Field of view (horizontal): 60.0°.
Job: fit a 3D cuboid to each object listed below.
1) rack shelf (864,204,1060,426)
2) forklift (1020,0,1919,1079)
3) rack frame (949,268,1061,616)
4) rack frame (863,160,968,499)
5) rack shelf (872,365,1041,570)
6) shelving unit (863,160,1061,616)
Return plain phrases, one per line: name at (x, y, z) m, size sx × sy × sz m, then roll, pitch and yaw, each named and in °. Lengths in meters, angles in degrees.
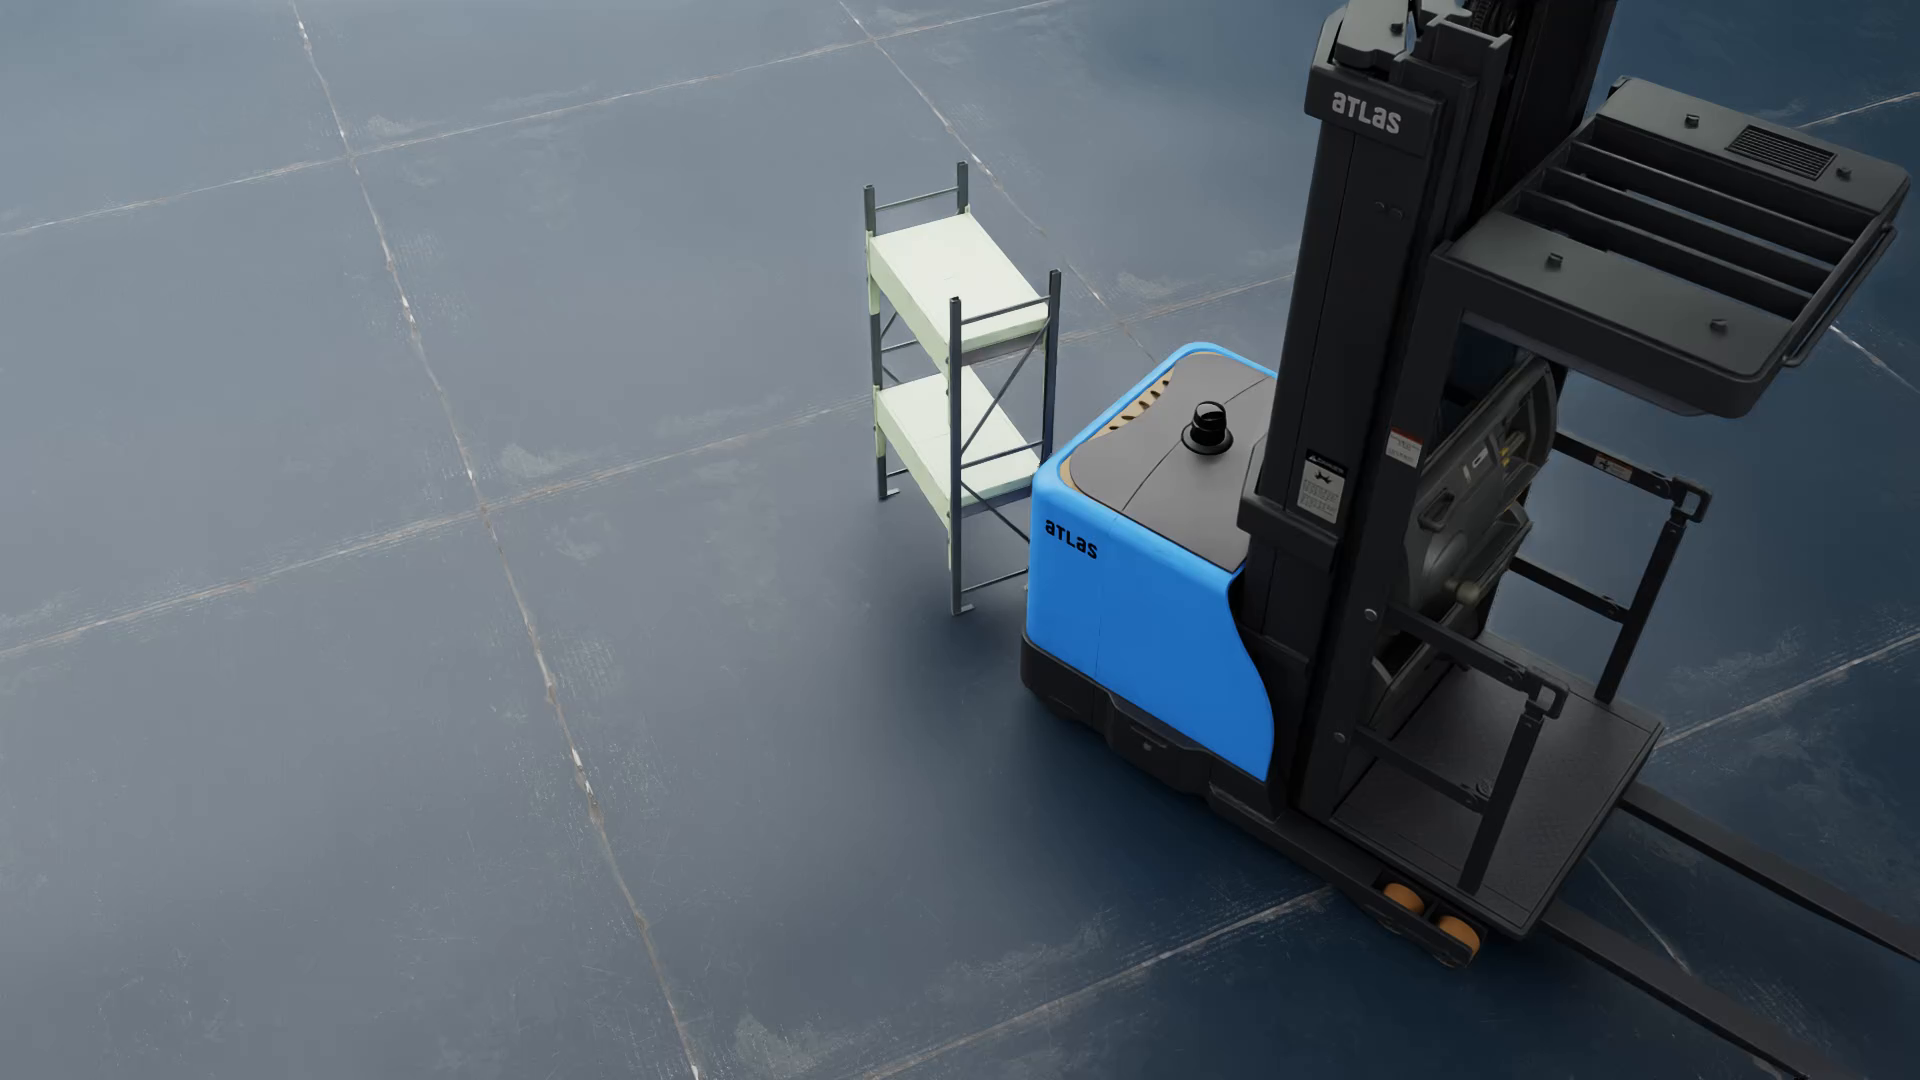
rack shelf at (-0.003, -0.816, 5.953) m, size 0.431 × 0.370 × 0.720 m, roll -18°, pitch 47°, yaw -17°
forklift at (1.681, -0.095, 4.760) m, size 3.031 × 2.935 × 1.130 m, roll 30°, pitch 52°, yaw 27°
rack frame at (0.151, -0.305, 5.991) m, size 0.400 × 1.500 × 0.023 m, roll -18°, pitch 47°, yaw -17°
rack frame at (-0.157, -0.771, 6.464) m, size 0.400 × 1.500 × 0.023 m, roll -18°, pitch 47°, yaw -17°
rack shelf at (-0.003, -0.306, 6.457) m, size 0.431 × 0.370 × 0.720 m, roll -18°, pitch 47°, yaw -17°
shelving unit at (-0.003, -0.538, 6.228) m, size 0.431 × 1.500 × 0.755 m, roll -18°, pitch 47°, yaw -17°
